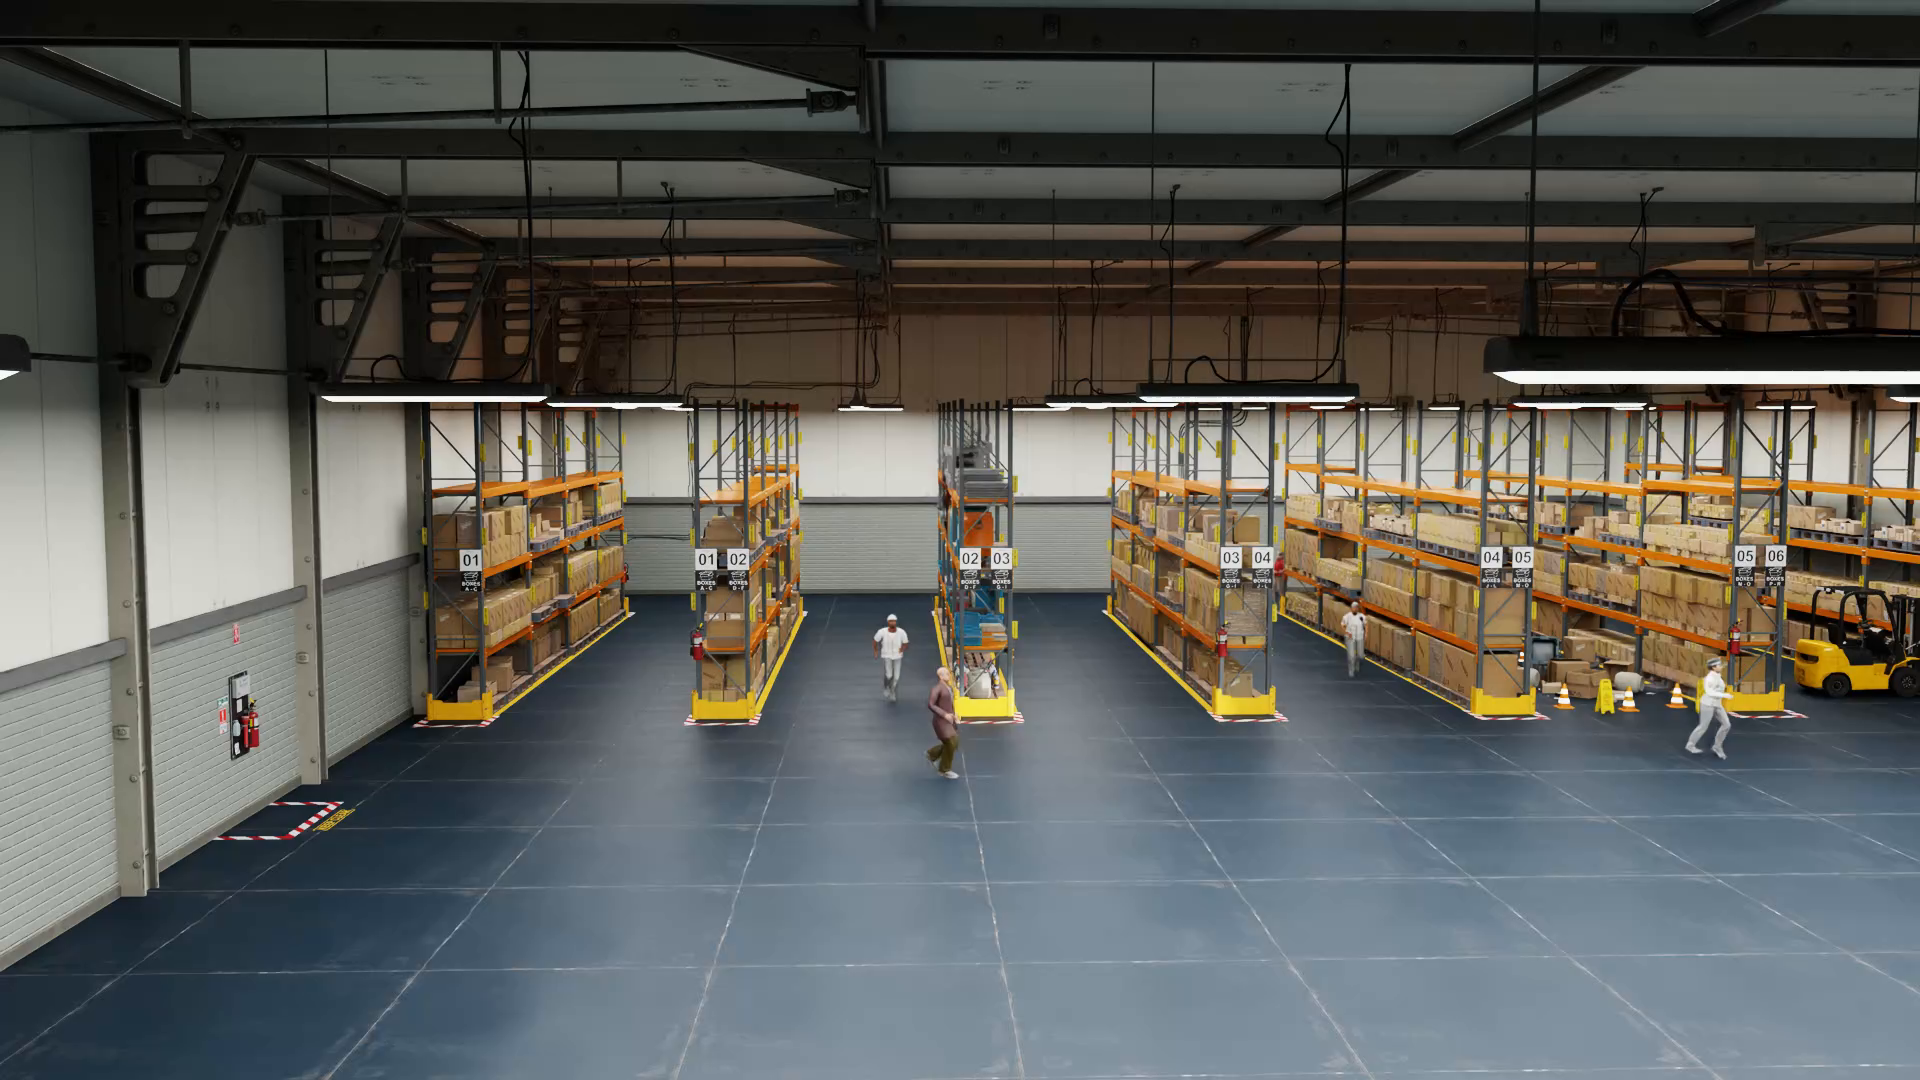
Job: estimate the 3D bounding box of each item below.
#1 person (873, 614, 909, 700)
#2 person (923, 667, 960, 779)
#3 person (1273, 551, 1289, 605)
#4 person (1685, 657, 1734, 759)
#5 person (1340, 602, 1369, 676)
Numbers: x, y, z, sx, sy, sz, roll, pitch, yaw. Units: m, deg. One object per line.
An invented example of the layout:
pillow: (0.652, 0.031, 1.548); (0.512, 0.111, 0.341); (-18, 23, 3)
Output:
person: (-1.354, 2.343, 33.059); (0.692, 1.724, 0.607); (-1, 4, -11)
person: (-0.319, 2.867, 26.171); (0.639, 1.746, 0.721); (2, 5, 21)
person: (9.374, 1.203, 48.663); (0.723, 1.791, 0.643); (-2, 5, -21)
person: (12.510, 2.787, 27.681); (0.561, 1.727, 0.771); (-4, 6, -41)
person: (8.631, 2.161, 36.325); (0.640, 1.626, 0.571); (0, 4, 0)
